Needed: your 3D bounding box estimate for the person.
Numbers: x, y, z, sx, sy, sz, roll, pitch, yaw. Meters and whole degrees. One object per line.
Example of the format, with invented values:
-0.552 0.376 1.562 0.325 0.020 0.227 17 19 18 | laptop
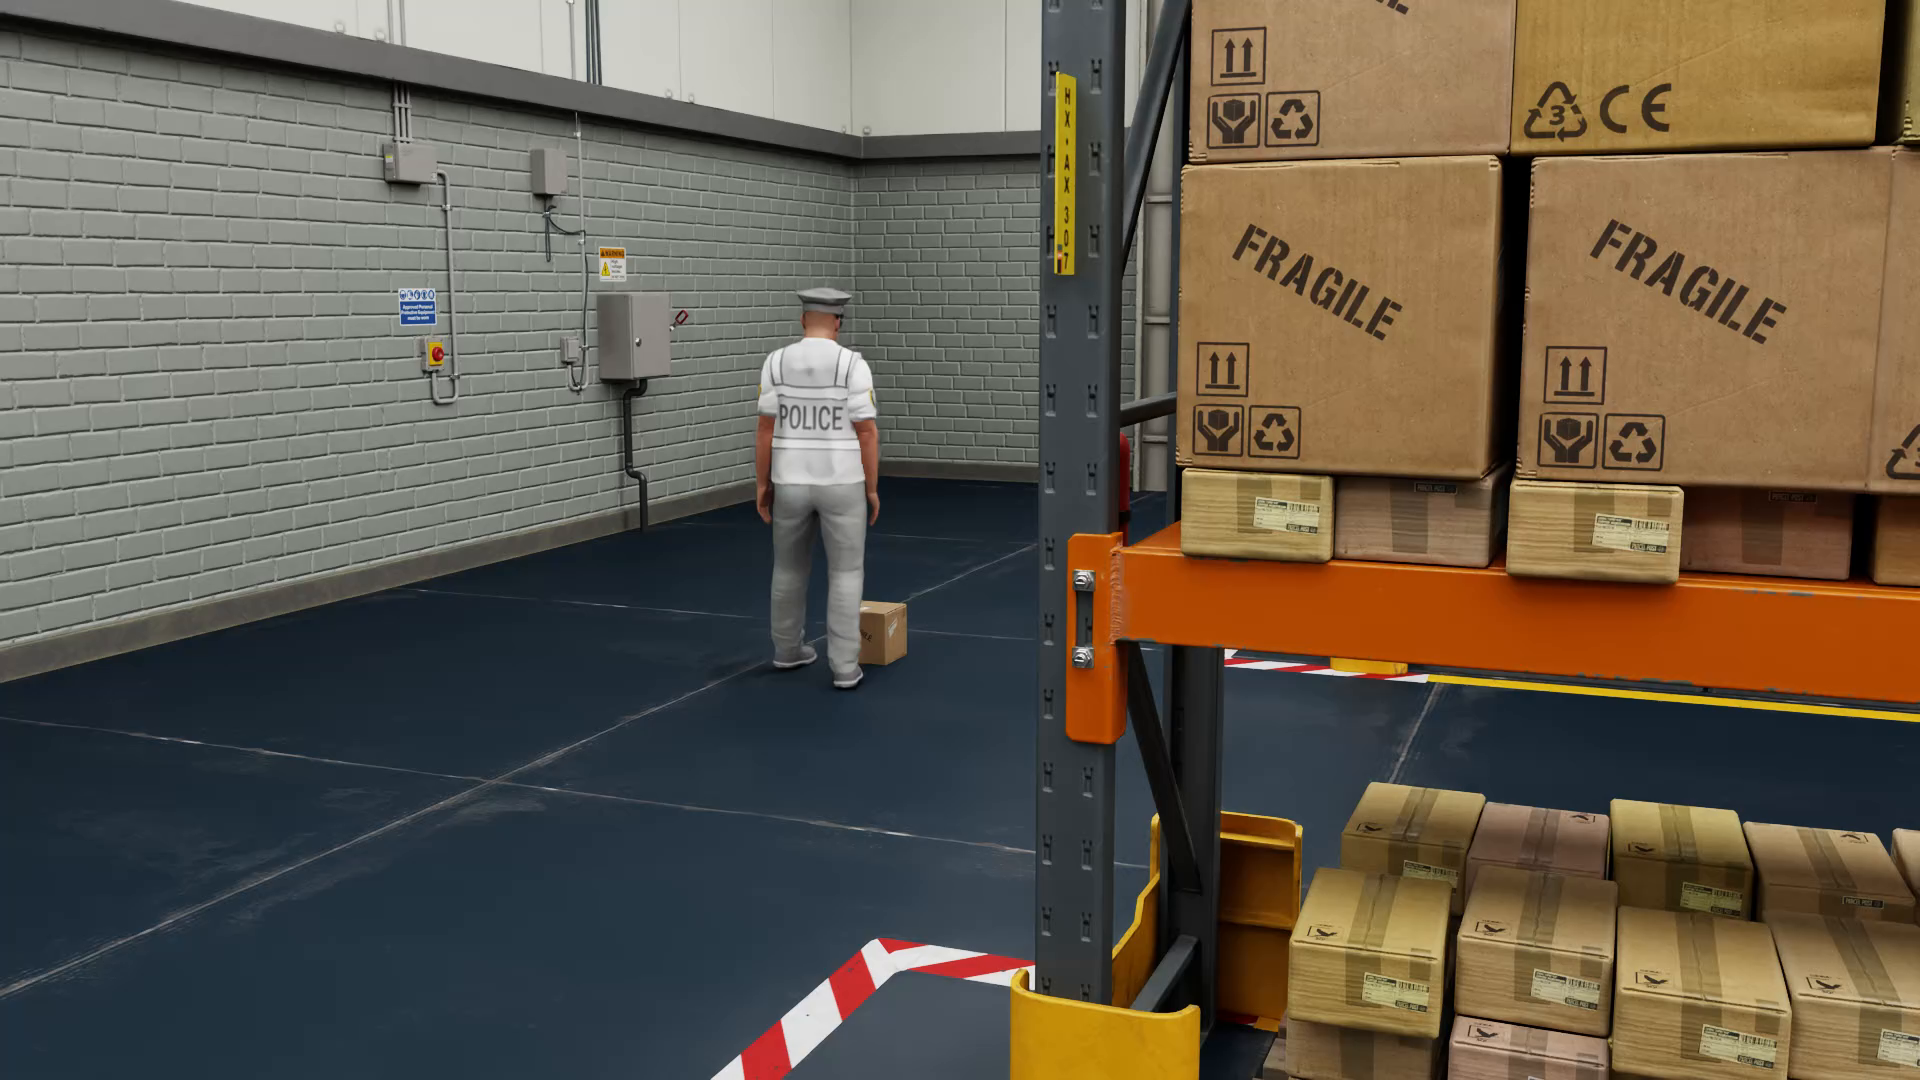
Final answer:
-0.599 -0.251 7.445 0.569 1.742 0.590 2 9 13 | person
